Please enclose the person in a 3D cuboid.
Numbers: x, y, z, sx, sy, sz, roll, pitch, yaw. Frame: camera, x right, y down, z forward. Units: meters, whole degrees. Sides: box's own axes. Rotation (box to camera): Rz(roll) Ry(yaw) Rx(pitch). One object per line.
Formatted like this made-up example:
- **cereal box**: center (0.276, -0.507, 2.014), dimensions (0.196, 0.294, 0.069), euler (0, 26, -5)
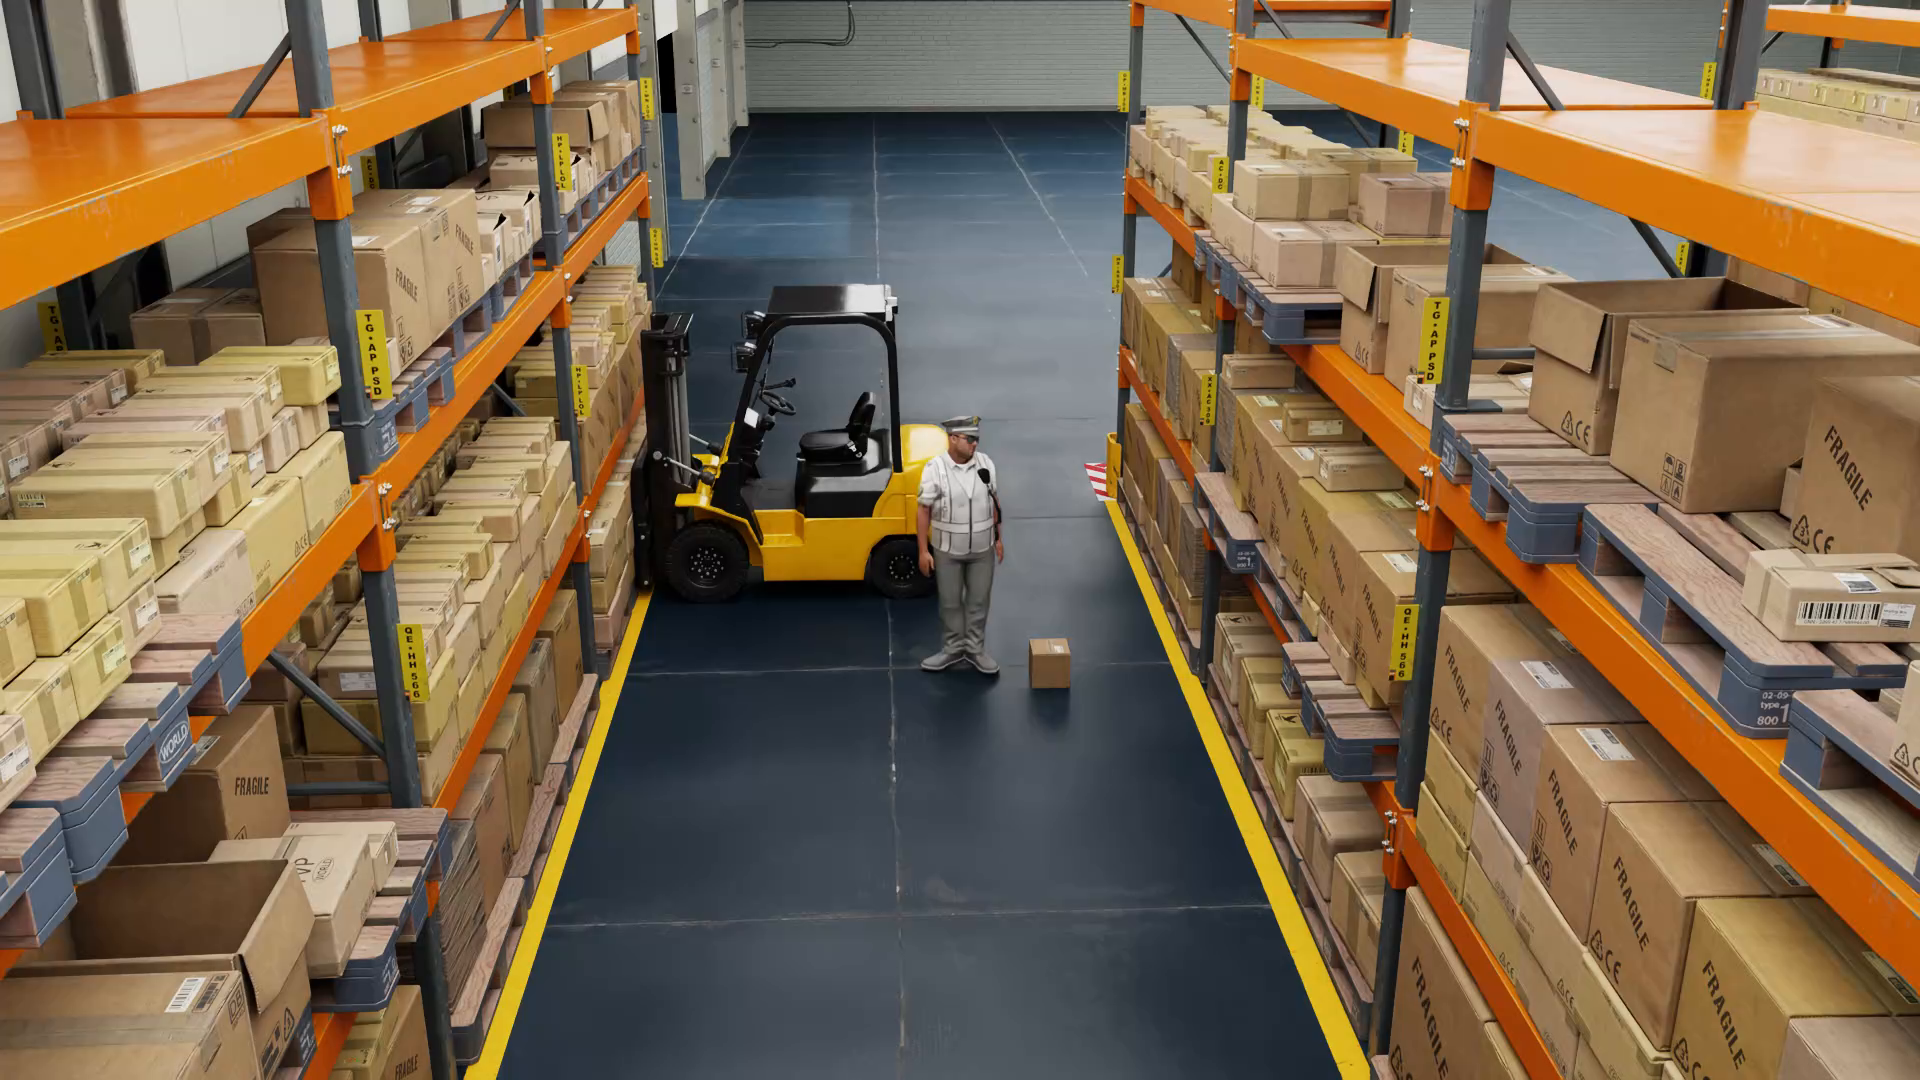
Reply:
- **person**: center (0.013, 0.037, 10.911), dimensions (0.611, 1.764, 0.394), euler (-6, 21, -15)
